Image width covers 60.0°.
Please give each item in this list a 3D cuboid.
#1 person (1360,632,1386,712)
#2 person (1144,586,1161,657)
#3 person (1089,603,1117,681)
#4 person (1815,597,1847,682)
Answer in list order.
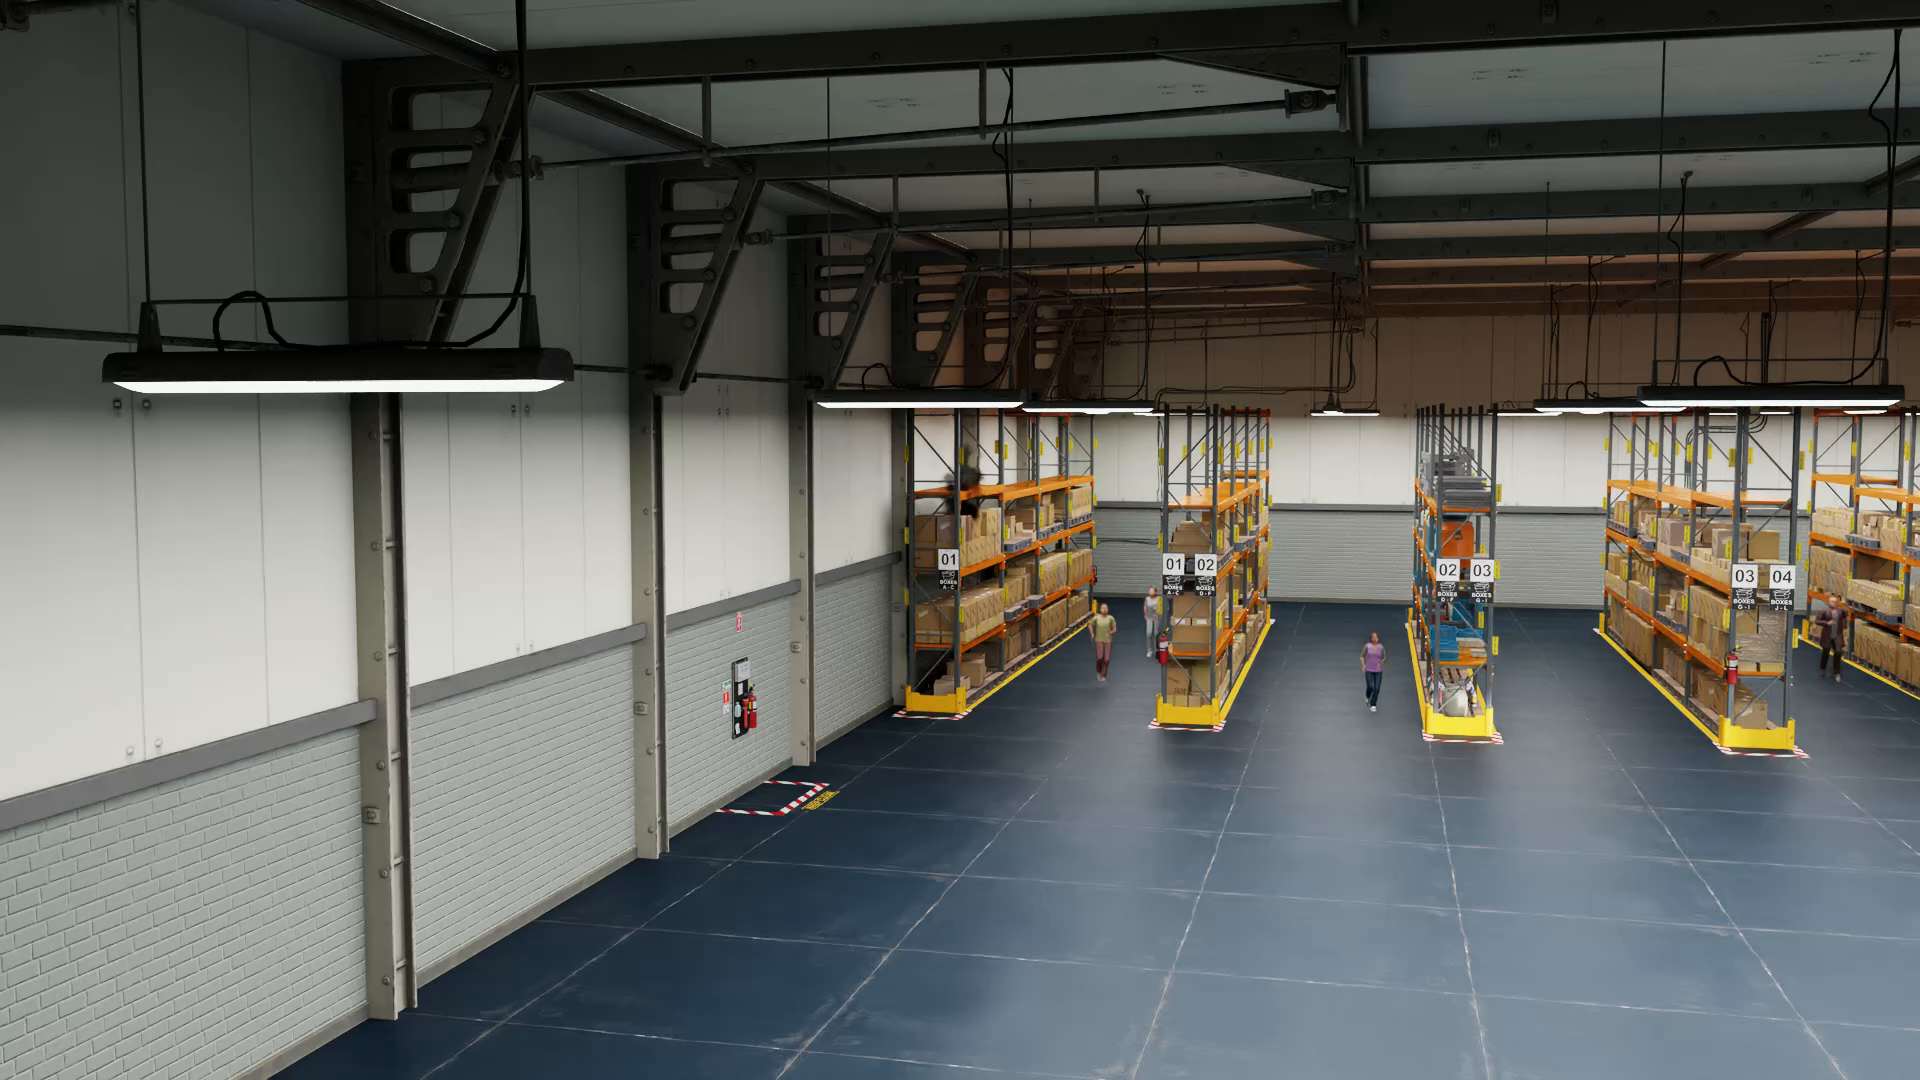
[{"bbox_3d":[8.078,2.579,32.498,0.503,1.559,0.493,1,4,8],"label":"person"},{"bbox_3d":[4.727,1.966,40.296,0.582,1.715,0.777,2,5,23],"label":"person"},{"bbox_3d":[2.961,2.118,34.341,0.563,1.640,0.549,0,4,-1],"label":"person"},{"bbox_3d":[19.146,2.162,36.575,0.705,1.847,0.897,1,4,14],"label":"person"}]
